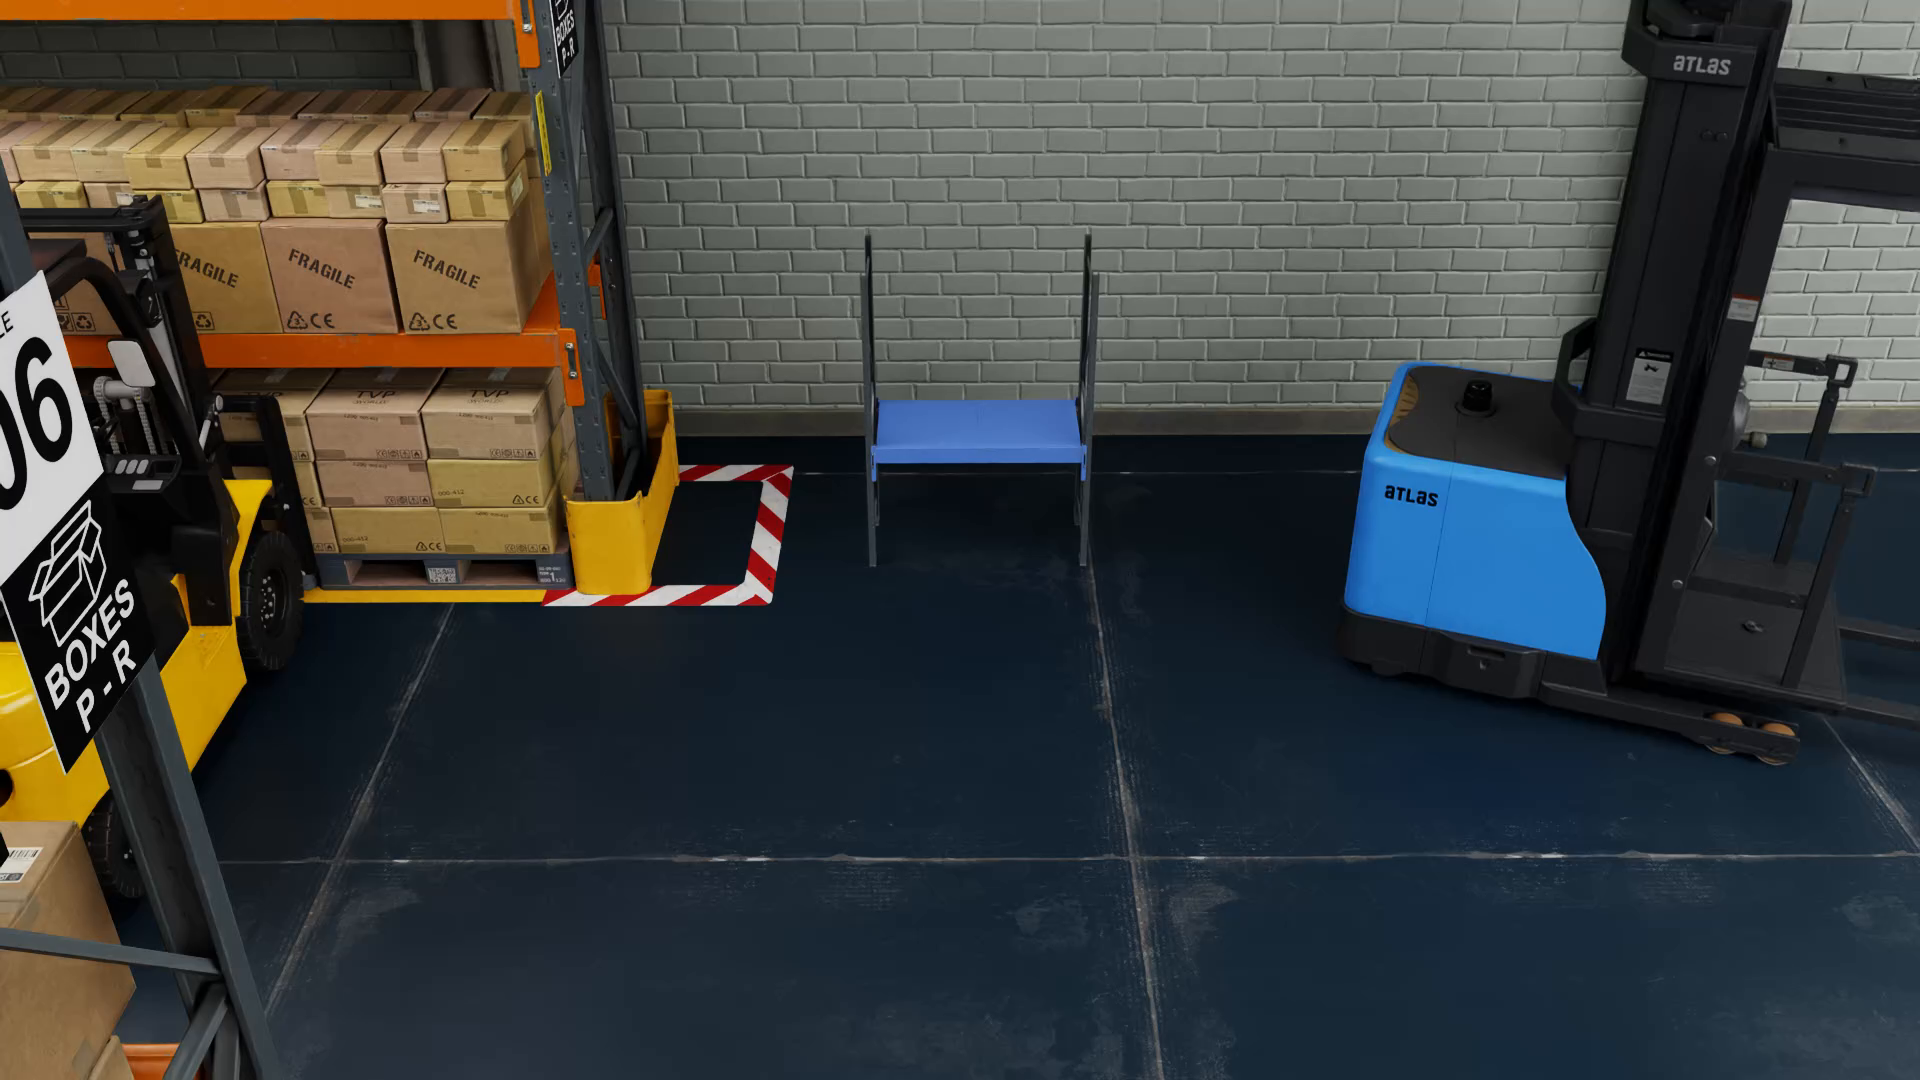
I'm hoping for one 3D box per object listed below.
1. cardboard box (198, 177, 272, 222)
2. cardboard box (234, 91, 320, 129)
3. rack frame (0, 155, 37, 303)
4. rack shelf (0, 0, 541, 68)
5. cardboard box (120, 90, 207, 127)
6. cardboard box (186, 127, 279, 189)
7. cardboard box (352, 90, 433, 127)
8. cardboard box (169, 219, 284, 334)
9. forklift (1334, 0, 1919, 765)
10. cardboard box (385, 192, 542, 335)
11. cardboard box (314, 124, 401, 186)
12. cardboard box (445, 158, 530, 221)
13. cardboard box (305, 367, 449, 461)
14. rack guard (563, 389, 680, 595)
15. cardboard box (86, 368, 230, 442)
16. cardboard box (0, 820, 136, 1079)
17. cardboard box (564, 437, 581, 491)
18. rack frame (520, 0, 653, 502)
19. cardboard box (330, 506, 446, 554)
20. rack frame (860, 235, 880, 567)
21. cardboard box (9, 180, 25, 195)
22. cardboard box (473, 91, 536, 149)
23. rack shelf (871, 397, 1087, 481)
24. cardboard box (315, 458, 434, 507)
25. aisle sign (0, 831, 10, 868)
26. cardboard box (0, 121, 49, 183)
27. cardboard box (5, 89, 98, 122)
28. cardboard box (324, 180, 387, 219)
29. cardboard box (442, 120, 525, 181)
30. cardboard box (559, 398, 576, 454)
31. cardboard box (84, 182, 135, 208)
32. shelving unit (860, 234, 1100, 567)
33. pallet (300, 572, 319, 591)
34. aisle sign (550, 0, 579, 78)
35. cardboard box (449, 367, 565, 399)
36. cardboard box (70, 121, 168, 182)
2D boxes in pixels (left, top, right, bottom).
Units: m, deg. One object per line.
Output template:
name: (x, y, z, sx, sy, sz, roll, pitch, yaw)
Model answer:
cardboard box: (-3.046, -1.495, 7.101, 0.250, 0.149, 0.380, -1, 31, -2)
cardboard box: (-3.045, -1.886, 7.458, 0.250, 0.149, 0.380, 1, 31, 1)
rack frame: (-1.637, -1.317, 1.745, 0.127, 3.000, 1.000, 0, 31, 0)
rack shelf: (-3.671, -2.295, 6.943, 4.000, 0.370, 1.077, 0, 31, 0)
cardboard box: (-3.555, -1.894, 7.471, 0.250, 0.149, 0.380, 0, 31, 0)
cardboard box: (-3.045, -1.611, 7.006, 0.250, 0.149, 0.380, 1, 31, 1)
cardboard box: (-2.534, -1.892, 7.469, 0.250, 0.149, 0.380, 0, 31, 1)
cardboard box: (-3.193, -1.233, 7.295, 0.500, 0.500, 0.500, -1, 31, -1)
forklift: (3.221, -0.654, 6.503, 3.031, 2.935, 1.130, 11, 33, 18)
cardboard box: (-2.161, -1.232, 7.292, 0.500, 0.500, 0.500, -1, 31, -1)
cardboard box: (-2.536, -1.632, 7.040, 0.250, 0.149, 0.380, 0, 31, 1)
cardboard box: (-2.016, -1.501, 7.110, 0.250, 0.149, 0.380, 0, 31, 0)
cardboard box: (-2.640, -0.590, 7.613, 0.500, 0.250, 0.500, 0, 31, 1)
rack guard: (-1.647, -0.258, 8.194, 0.348, 0.500, 1.175, 0, 31, 0)
cardboard box: (-3.651, -0.586, 7.606, 0.500, 0.250, 0.500, -1, 31, -1)
cardboard box: (-2.112, 0.936, 3.433, 0.500, 0.500, 0.500, -1, 31, -1)
cardboard box: (-2.163, -0.431, 8.314, 0.500, 0.250, 0.500, 0, 31, 0)
rack frame: (-1.671, -1.327, 7.545, 0.127, 3.000, 1.000, 0, 31, 0)
cardboard box: (-2.636, -0.169, 7.883, 0.500, 0.250, 0.500, 0, 31, 0)
rack frame: (-0.423, -0.640, 7.859, 0.032, 1.500, 0.500, 0, 31, 0)
cardboard box: (-4.070, -1.488, 7.089, 0.250, 0.149, 0.380, -1, 31, -2)
cardboard box: (-2.008, -1.884, 7.455, 0.250, 0.149, 0.380, -1, 31, -1)
rack shelf: (0.085, -0.488, 7.955, 1.000, 0.185, 0.538, 0, 31, 0)
cardboard box: (-2.657, -0.385, 7.757, 0.500, 0.250, 0.500, 0, 31, -1)
aisle sign: (-1.573, 0.287, 2.380, 0.004, 0.787, 0.394, 0, 31, 0)
cardboard box: (-4.062, -1.654, 7.076, 0.250, 0.149, 0.380, 0, 31, 0)
cardboard box: (-4.073, -1.907, 7.492, 0.250, 0.149, 0.380, -1, 31, -1)
cardboard box: (-2.531, -1.515, 7.134, 0.250, 0.149, 0.380, 0, 31, 1)
cardboard box: (-2.028, -1.664, 7.092, 0.250, 0.149, 0.380, 0, 31, 0)
cardboard box: (-2.142, -0.651, 8.195, 0.500, 0.250, 0.500, 0, 31, 1)
cardboard box: (-3.549, -1.530, 7.158, 0.250, 0.149, 0.380, 0, 31, -1)
shelving unit: (0.085, -0.641, 7.861, 1.048, 1.500, 0.538, 0, 31, 0)
pallet: (-3.652, -0.108, 8.225, 1.213, 0.211, 1.003, 0, 31, 0)
aisle sign: (-1.603, -2.286, 6.620, 0.004, 0.787, 0.394, 0, 31, 0)
cardboard box: (-2.153, -0.855, 8.049, 0.500, 0.250, 0.500, -1, 31, -1)
cardboard box: (-3.562, -1.656, 7.079, 0.250, 0.149, 0.380, 0, 31, 0)
